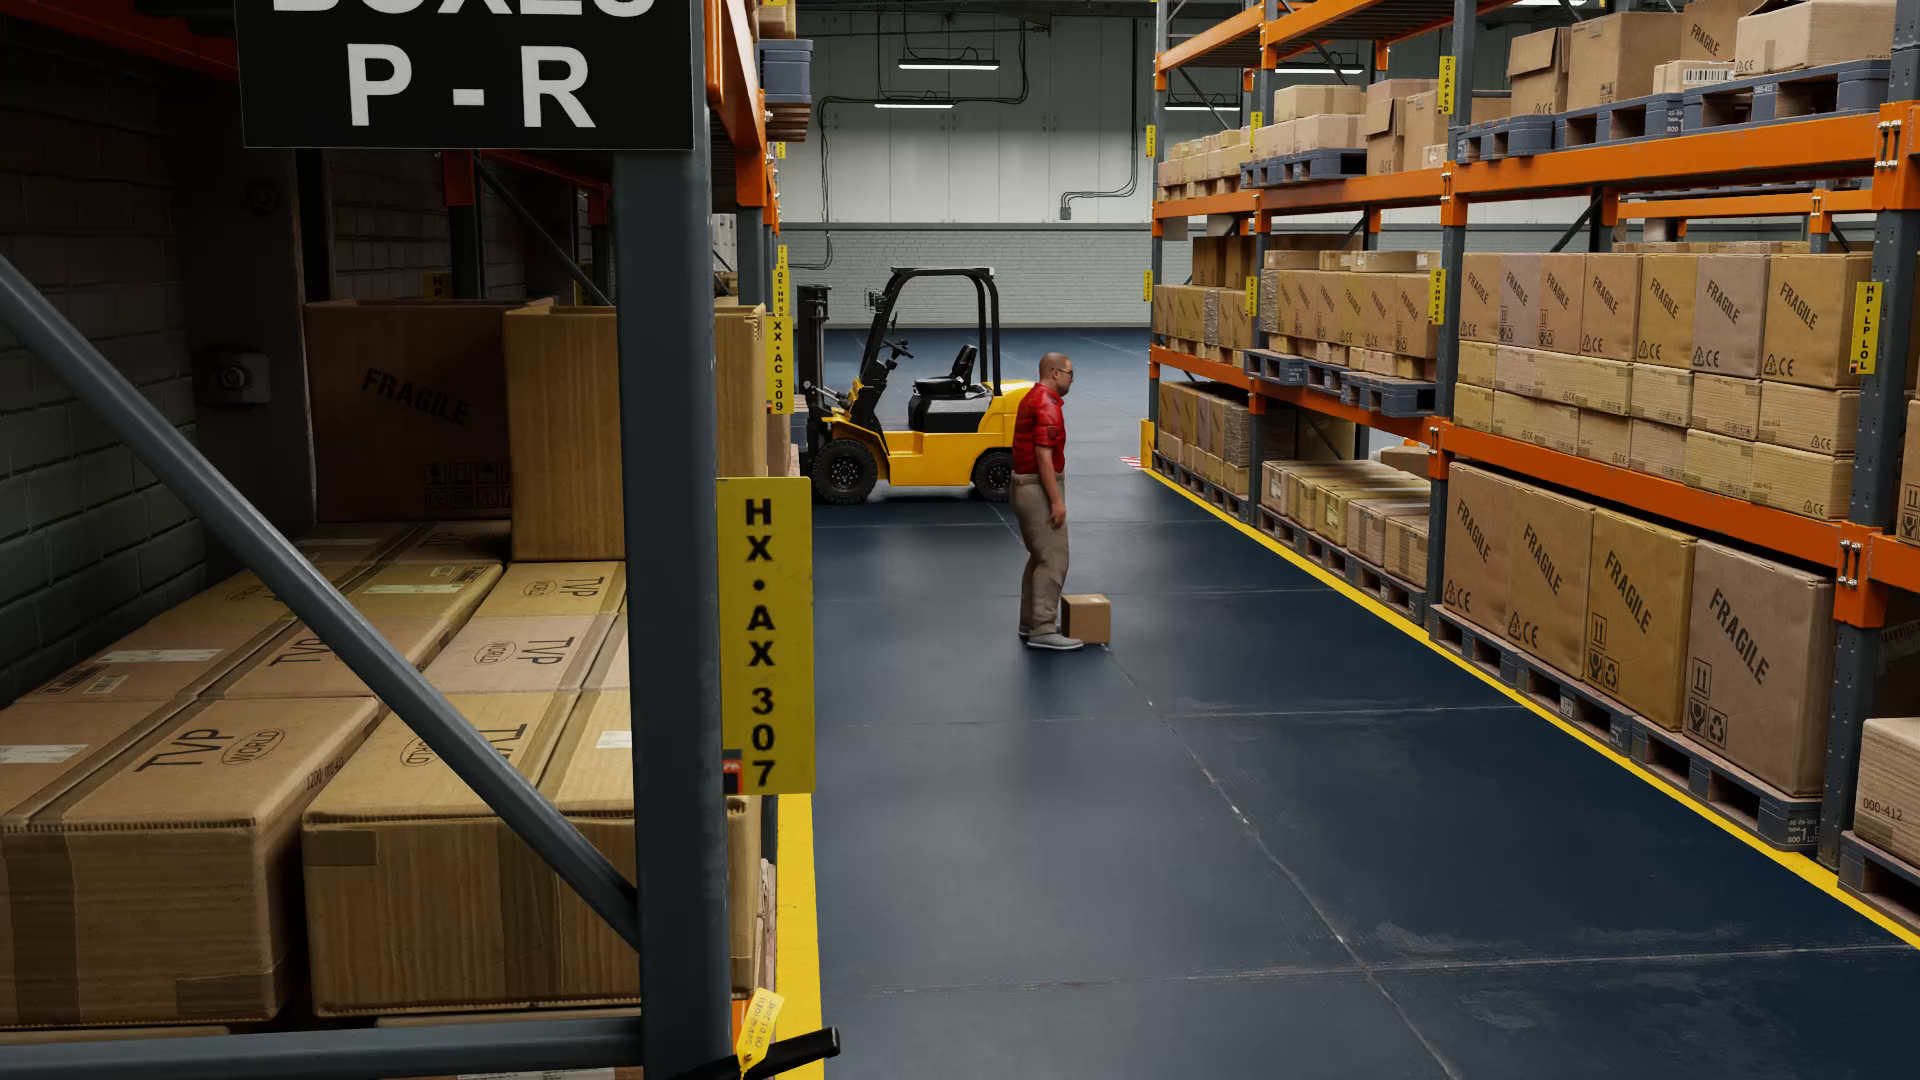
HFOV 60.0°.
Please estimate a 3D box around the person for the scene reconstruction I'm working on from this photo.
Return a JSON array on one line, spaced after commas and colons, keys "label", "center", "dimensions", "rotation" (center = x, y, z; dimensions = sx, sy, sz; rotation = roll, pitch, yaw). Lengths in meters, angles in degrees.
[{"label": "person", "center": [0.500, -0.244, 9.842], "dimensions": [0.392, 1.725, 0.590], "rotation": [-2, 10, -9]}]
